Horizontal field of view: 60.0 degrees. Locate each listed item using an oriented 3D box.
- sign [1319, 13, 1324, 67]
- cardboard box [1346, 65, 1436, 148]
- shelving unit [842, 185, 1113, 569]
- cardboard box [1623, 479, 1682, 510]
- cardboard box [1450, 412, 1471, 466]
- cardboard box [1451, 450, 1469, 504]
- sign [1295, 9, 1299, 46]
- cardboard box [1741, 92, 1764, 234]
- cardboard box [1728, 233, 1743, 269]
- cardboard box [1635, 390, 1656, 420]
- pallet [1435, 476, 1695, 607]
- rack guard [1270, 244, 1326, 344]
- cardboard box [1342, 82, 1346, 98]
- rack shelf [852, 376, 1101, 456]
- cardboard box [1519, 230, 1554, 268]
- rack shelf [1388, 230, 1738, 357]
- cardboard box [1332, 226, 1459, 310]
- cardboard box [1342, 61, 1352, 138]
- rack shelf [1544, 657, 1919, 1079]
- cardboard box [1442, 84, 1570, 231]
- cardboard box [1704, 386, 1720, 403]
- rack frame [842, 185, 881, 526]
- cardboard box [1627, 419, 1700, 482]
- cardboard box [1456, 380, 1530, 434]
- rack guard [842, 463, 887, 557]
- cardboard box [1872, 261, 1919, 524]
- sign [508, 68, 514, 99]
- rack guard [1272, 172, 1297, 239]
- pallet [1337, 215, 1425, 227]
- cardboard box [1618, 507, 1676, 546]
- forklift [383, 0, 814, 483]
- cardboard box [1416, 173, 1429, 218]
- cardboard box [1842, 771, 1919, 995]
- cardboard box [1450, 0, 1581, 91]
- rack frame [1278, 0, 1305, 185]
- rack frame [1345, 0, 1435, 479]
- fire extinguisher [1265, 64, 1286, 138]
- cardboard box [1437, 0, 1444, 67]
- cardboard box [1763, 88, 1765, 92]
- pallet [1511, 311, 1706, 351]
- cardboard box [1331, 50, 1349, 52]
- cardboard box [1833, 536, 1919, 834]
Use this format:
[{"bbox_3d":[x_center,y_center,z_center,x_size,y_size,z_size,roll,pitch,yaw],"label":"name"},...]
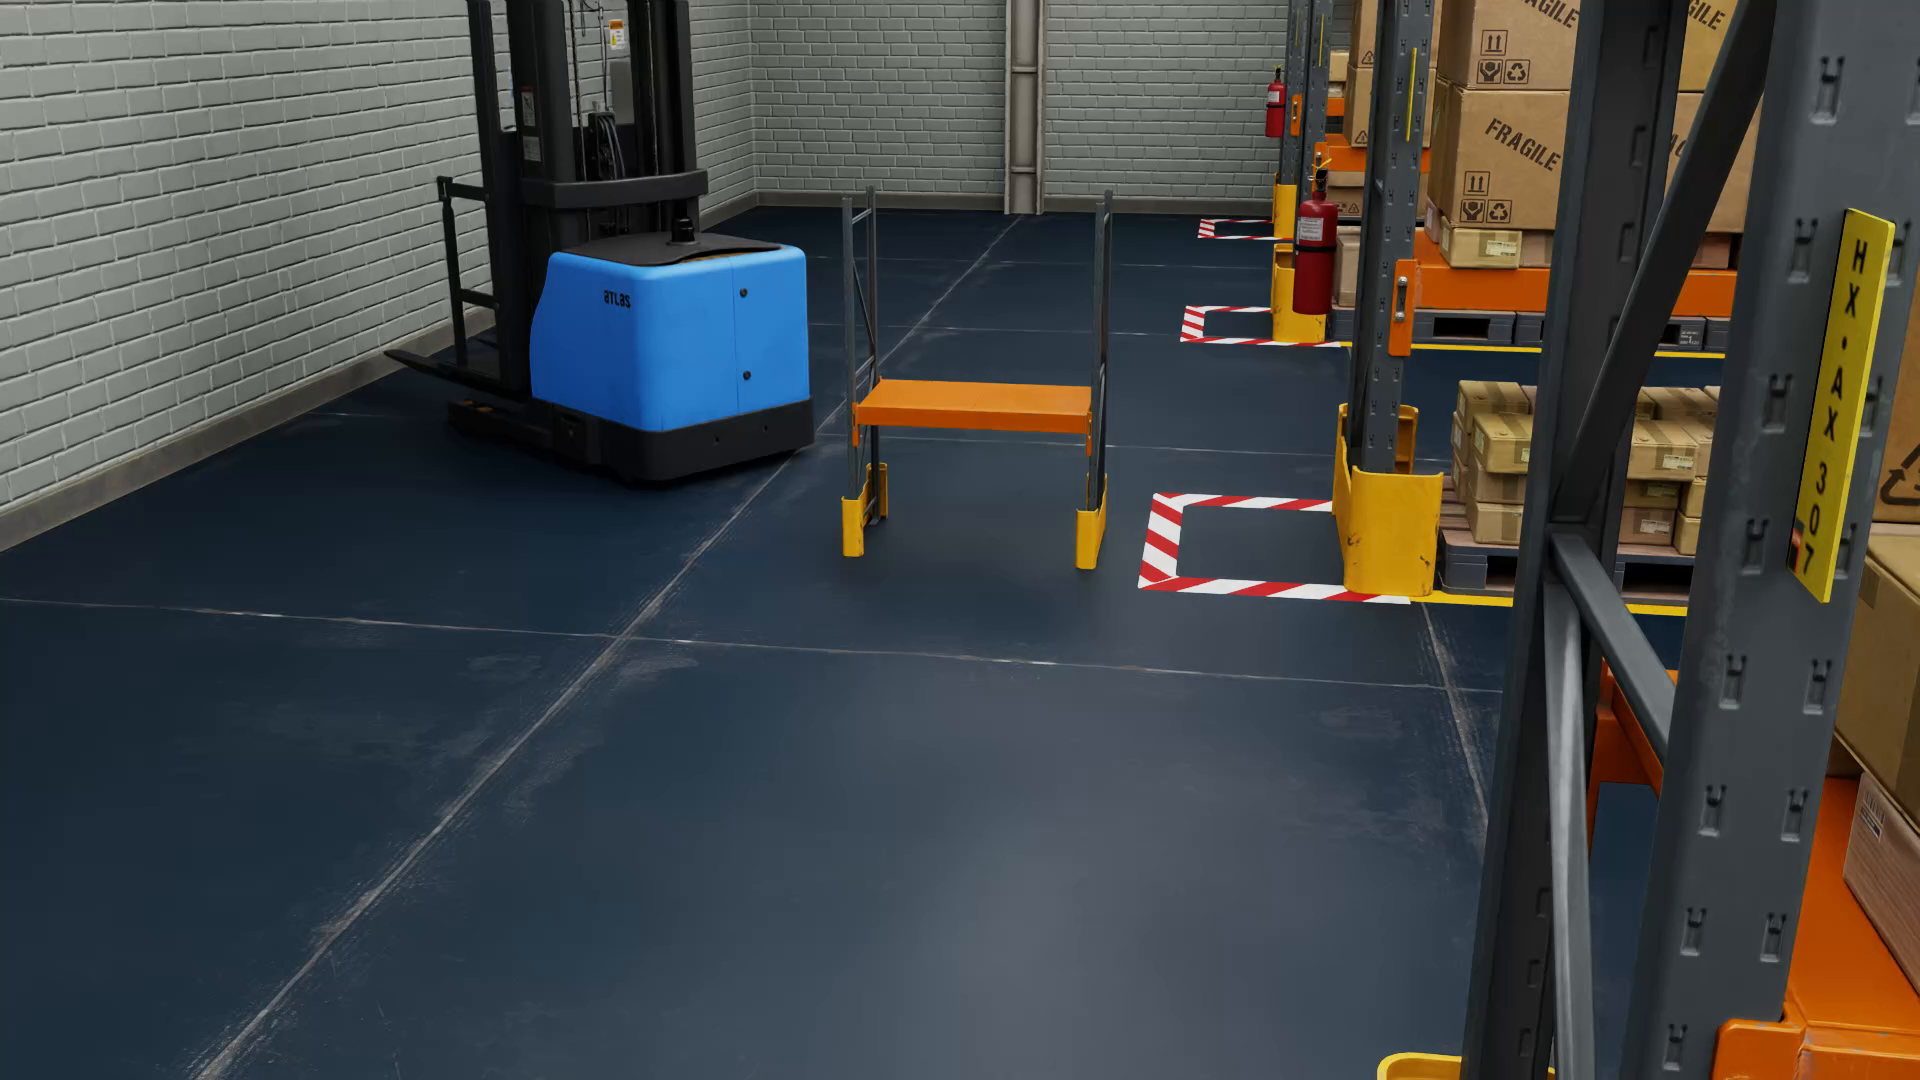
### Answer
[{"bbox_3d":[2.325,-3.218,10.705,0.005,0.325,0.100,3,19,9],"label":"sign"},{"bbox_3d":[2.847,-2.877,11.017,0.500,0.500,0.500,3,19,8],"label":"cardboard box"},{"bbox_3d":[0.075,-0.707,7.054,1.083,1.500,0.587,3,19,9],"label":"shelving unit"},{"bbox_3d":[2.727,-0.253,6.695,0.250,0.149,0.380,3,19,9],"label":"cardboard box"},{"bbox_3d":[2.300,-0.439,7.250,0.250,0.149,0.380,2,19,7],"label":"cardboard box"},{"bbox_3d":[2.286,-0.274,7.226,0.250,0.149,0.380,3,19,10],"label":"cardboard box"},{"bbox_3d":[3.117,-4.740,15.377,0.005,0.325,0.100,3,19,9],"label":"sign"},{"bbox_3d":[3.147,-1.420,6.193,0.500,0.500,0.500,3,19,9],"label":"cardboard box"},{"bbox_3d":[3.058,-1.128,6.344,0.250,0.149,0.380,3,19,8],"label":"cardboard box"},{"bbox_3d":[2.811,-0.566,7.162,0.250,0.149,0.380,3,19,7],"label":"cardboard box"},{"bbox_3d":[2.605,-0.010,7.000,1.213,0.211,1.003,3,19,9],"label":"pallet"},{"bbox_3d":[2.395,-1.760,11.774,0.348,0.500,1.175,3,19,9],"label":"rack guard"},{"bbox_3d":[3.742,-4.279,15.761,0.250,0.149,0.380,3,19,10],"label":"cardboard box"},{"bbox_3d":[0.084,-0.536,7.109,1.000,0.185,0.538,3,19,9],"label":"rack shelf"},{"bbox_3d":[2.259,-1.150,6.409,0.250,0.149,0.380,4,19,11],"label":"cardboard box"},{"bbox_3d":[3.708,-0.946,6.537,4.000,0.370,1.077,3,19,9],"label":"rack shelf"},{"bbox_3d":[3.086,-1.926,11.708,0.875,0.438,0.875,2,19,7],"label":"cardboard box"},{"bbox_3d":[2.937,-3.050,11.533,0.500,0.500,0.500,3,19,9],"label":"cardboard box"},{"bbox_3d":[2.822,0.603,1.909,4.000,0.370,1.077,3,19,9],"label":"rack shelf"},{"bbox_3d":[2.133,-1.467,6.335,0.500,0.500,0.500,4,19,11],"label":"cardboard box"},{"bbox_3d":[3.331,-0.537,7.075,0.250,0.149,0.380,4,19,11],"label":"cardboard box"},{"bbox_3d":[-0.418,-0.733,7.129,0.032,1.500,0.500,3,19,9],"label":"rack frame"},{"bbox_3d":[2.717,-0.356,6.532,0.250,0.149,0.380,3,19,9],"label":"cardboard box"},{"bbox_3d":[2.296,-0.570,7.173,0.250,0.149,0.380,3,19,9],"label":"cardboard box"},{"bbox_3d":[-0.416,-0.140,7.327,0.087,0.250,0.587,3,19,9],"label":"rack guard"},{"bbox_3d":[1.370,-0.323,2.126,0.500,0.500,0.500,3,19,9],"label":"cardboard box"},{"bbox_3d":[-3.220,-3.336,12.122,0.001,0.218,0.327,3,19,9],"label":"sign"},{"bbox_3d":[3.277,-3.310,16.407,0.348,0.500,1.175,3,19,9],"label":"rack guard"},{"bbox_3d":[4.065,-3.133,16.334,1.213,0.211,1.003,3,19,9],"label":"pallet"},{"bbox_3d":[2.718,-0.111,6.738,0.250,0.149,0.380,3,19,9],"label":"cardboard box"},{"bbox_3d":[-2.153,-2.046,8.799,3.031,2.935,1.130,17,25,42],"label":"forklift"},{"bbox_3d":[4.629,-3.397,16.007,0.500,0.500,0.700,4,19,11],"label":"cardboard box"},{"bbox_3d":[1.145,0.401,1.773,0.250,0.149,0.380,3,19,9],"label":"cardboard box"},{"bbox_3d":[2.135,-1.945,6.186,0.500,0.500,0.500,3,19,8],"label":"cardboard box"},{"bbox_3d":[3.202,-4.499,16.022,0.127,3.000,1.000,3,19,9],"label":"rack frame"},{"bbox_3d":[1.733,-1.388,6.724,0.127,3.000,1.000,3,19,9],"label":"rack frame"},{"bbox_3d":[2.984,-4.148,15.683,0.183,0.674,0.296,3,19,9],"label":"fire extinguisher"},{"bbox_3d":[3.359,-3.328,10.790,0.500,0.500,0.500,2,19,7],"label":"cardboard box"},{"bbox_3d":[3.144,-1.888,6.017,0.500,0.500,0.500,2,19,7],"label":"cardboard box"},{"bbox_3d":[4.422,-1.544,11.584,1.213,0.211,1.003,3,19,9],"label":"pallet"},{"bbox_3d":[3.699,-4.629,16.178,0.500,0.250,0.500,3,19,10],"label":"cardboard box"},{"bbox_3d":[1.278,0.200,1.747,0.500,0.250,0.500,2,19,7],"label":"cardboard box"}]
